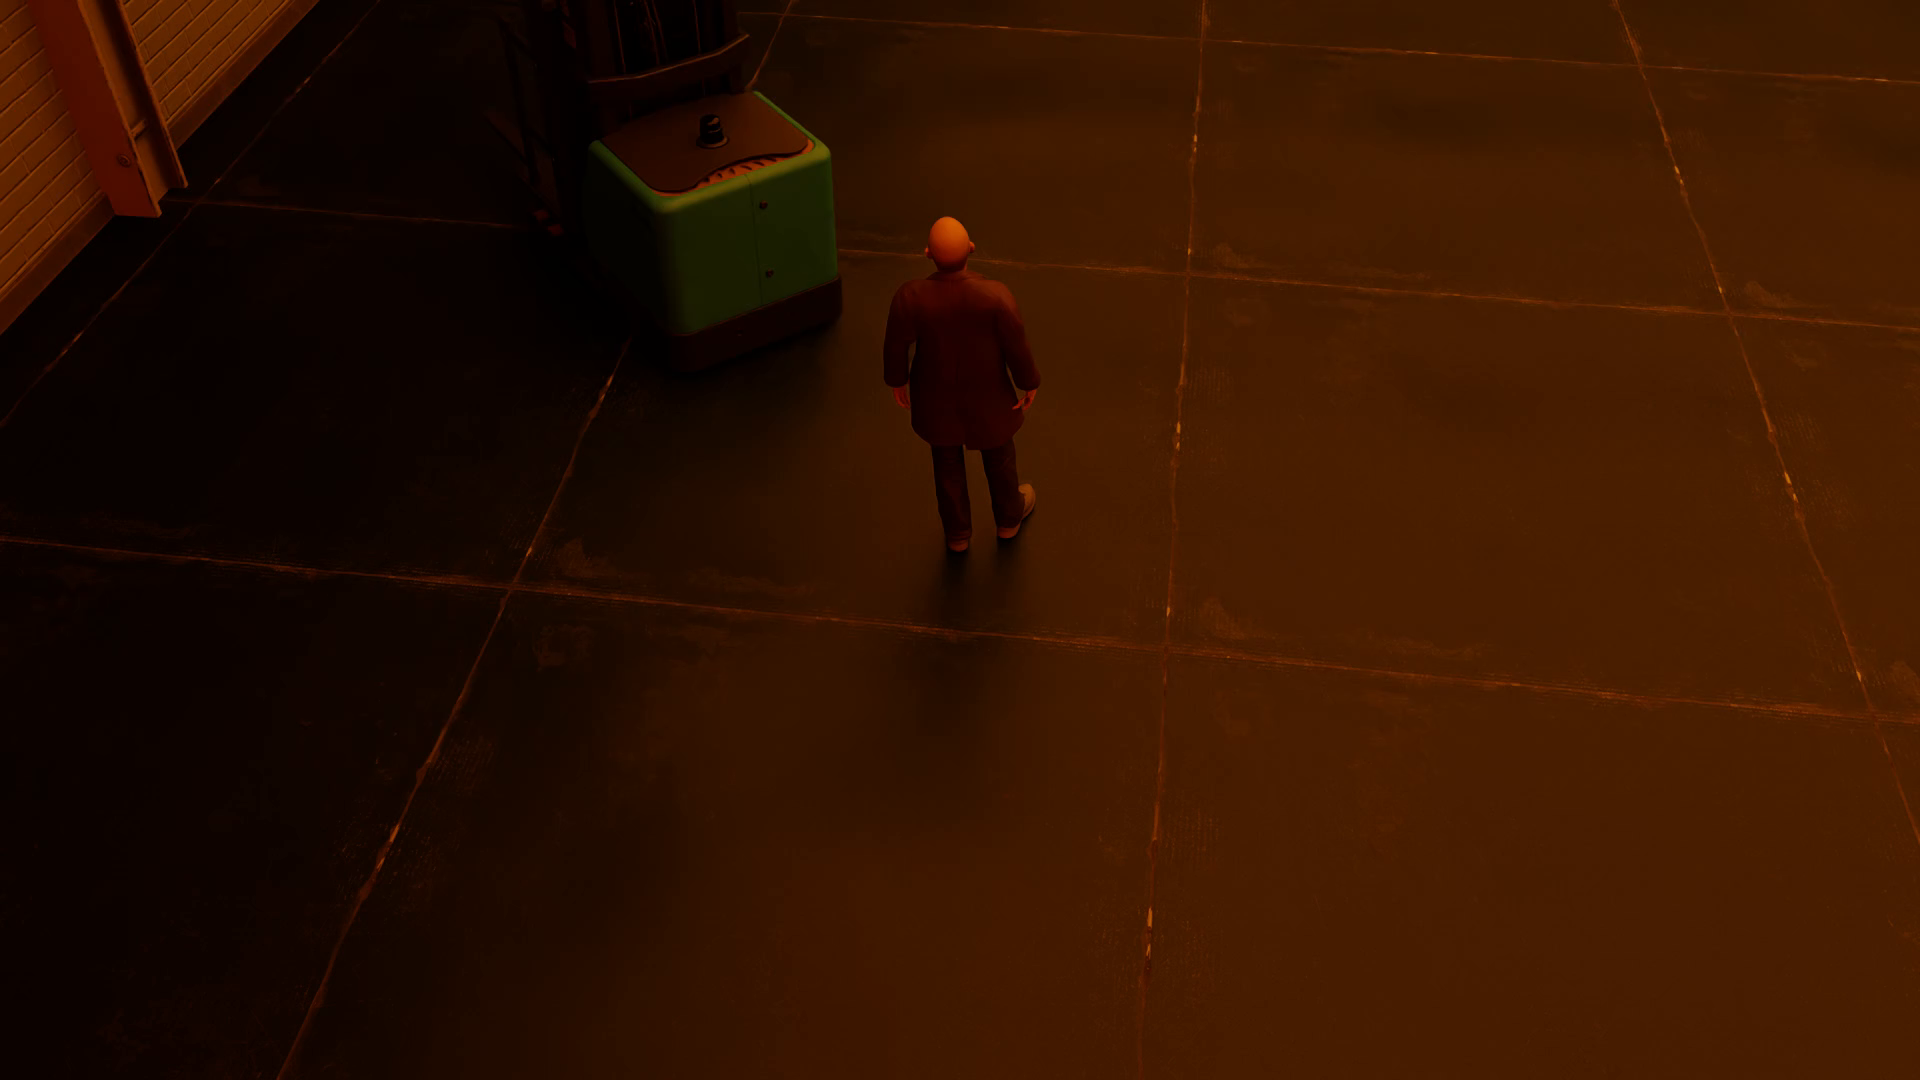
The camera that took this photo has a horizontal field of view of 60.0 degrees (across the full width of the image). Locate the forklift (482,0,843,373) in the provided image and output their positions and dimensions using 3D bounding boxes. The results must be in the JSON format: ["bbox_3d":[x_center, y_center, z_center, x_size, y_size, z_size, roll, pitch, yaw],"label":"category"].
[{"bbox_3d":[-1.894,-2.921,8.904,1.130,2.935,3.031,-25,48,-25],"label":"forklift"}]

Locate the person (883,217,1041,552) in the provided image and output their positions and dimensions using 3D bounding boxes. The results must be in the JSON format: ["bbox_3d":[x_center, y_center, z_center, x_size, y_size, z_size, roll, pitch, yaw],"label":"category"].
[{"bbox_3d":[0.017,-0.720,7.351,0.694,1.775,0.582,5,43,6],"label":"person"}]
